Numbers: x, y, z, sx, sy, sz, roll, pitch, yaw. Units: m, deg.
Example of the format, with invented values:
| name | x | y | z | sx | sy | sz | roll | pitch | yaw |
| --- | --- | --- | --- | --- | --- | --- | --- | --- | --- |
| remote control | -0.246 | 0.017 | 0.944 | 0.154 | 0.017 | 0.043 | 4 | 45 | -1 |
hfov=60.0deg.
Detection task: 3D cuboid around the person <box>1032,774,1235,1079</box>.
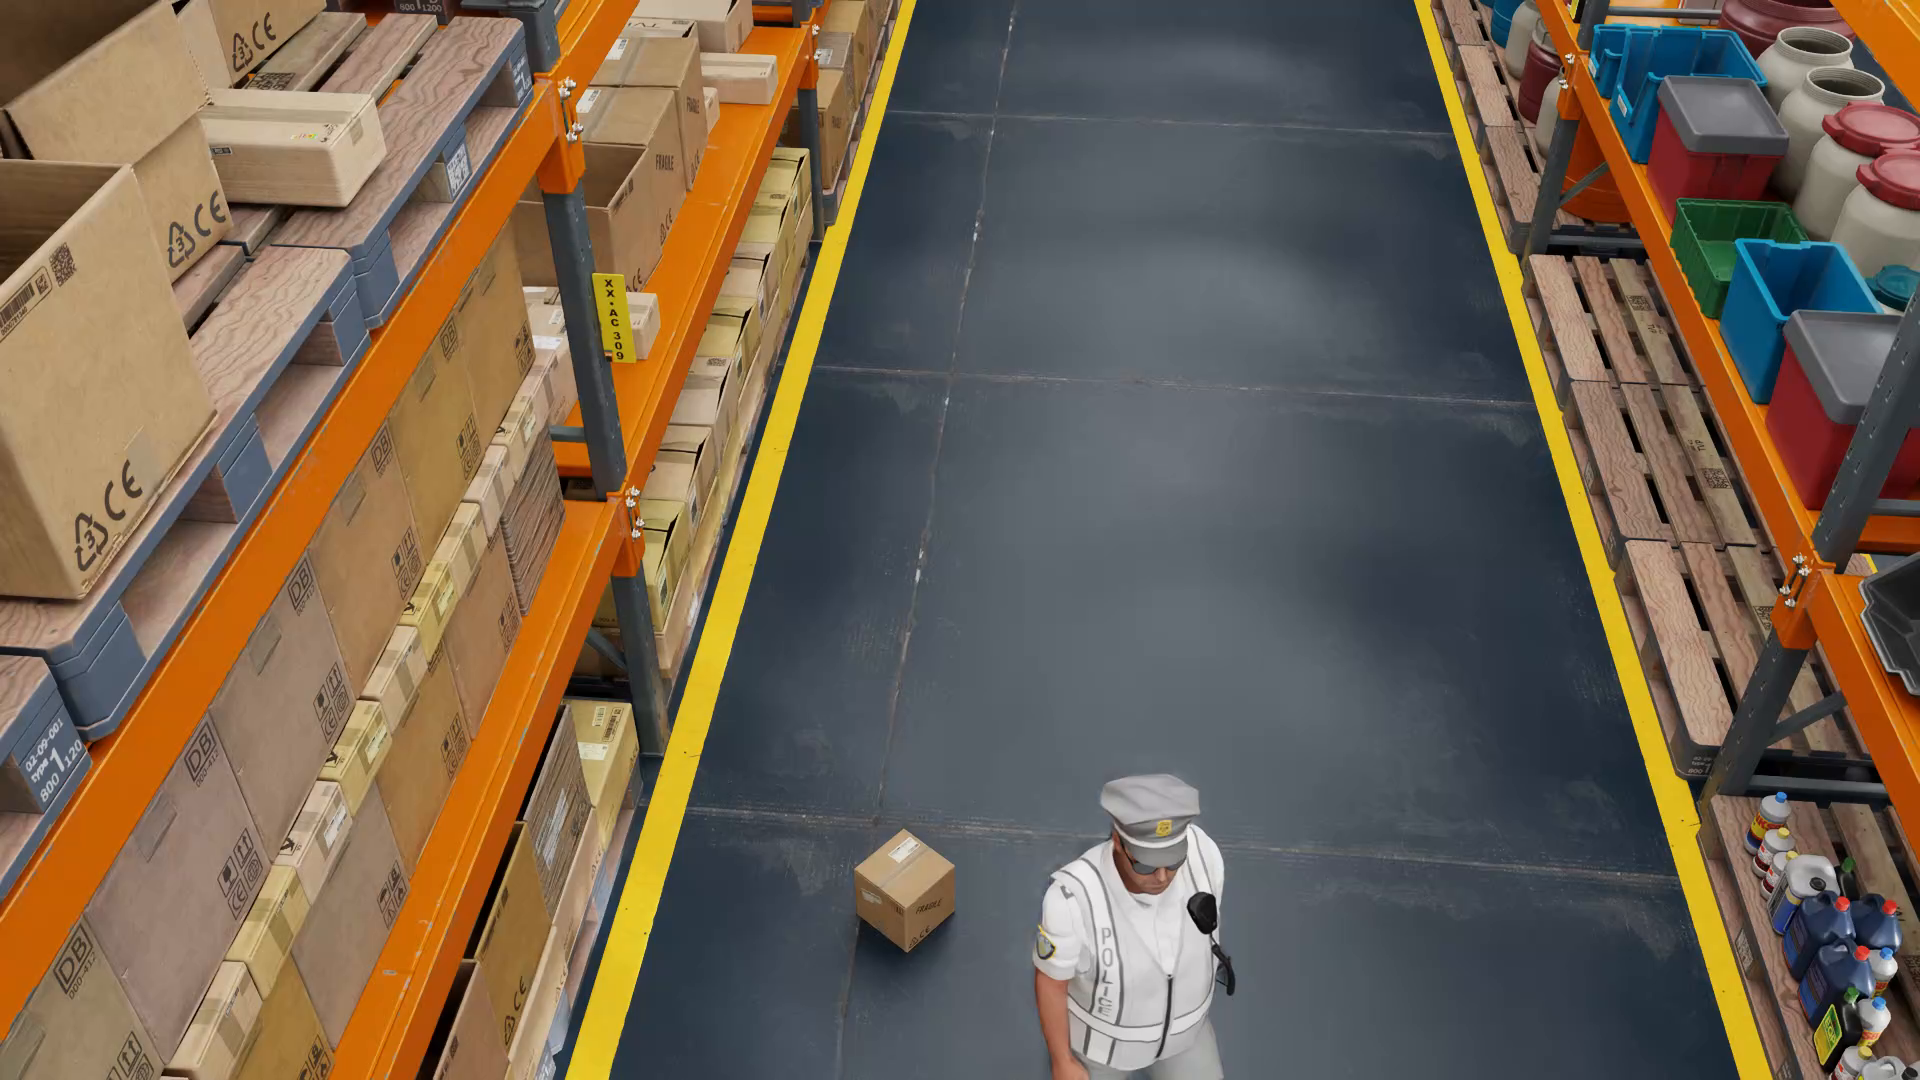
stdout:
| name | x | y | z | sx | sy | sz | roll | pitch | yaw |
| --- | --- | --- | --- | --- | --- | --- | --- | --- | --- |
| person | 0.478 | 1.340 | 4.542 | 0.565 | 1.833 | 0.499 | -13 | 42 | -15 |
